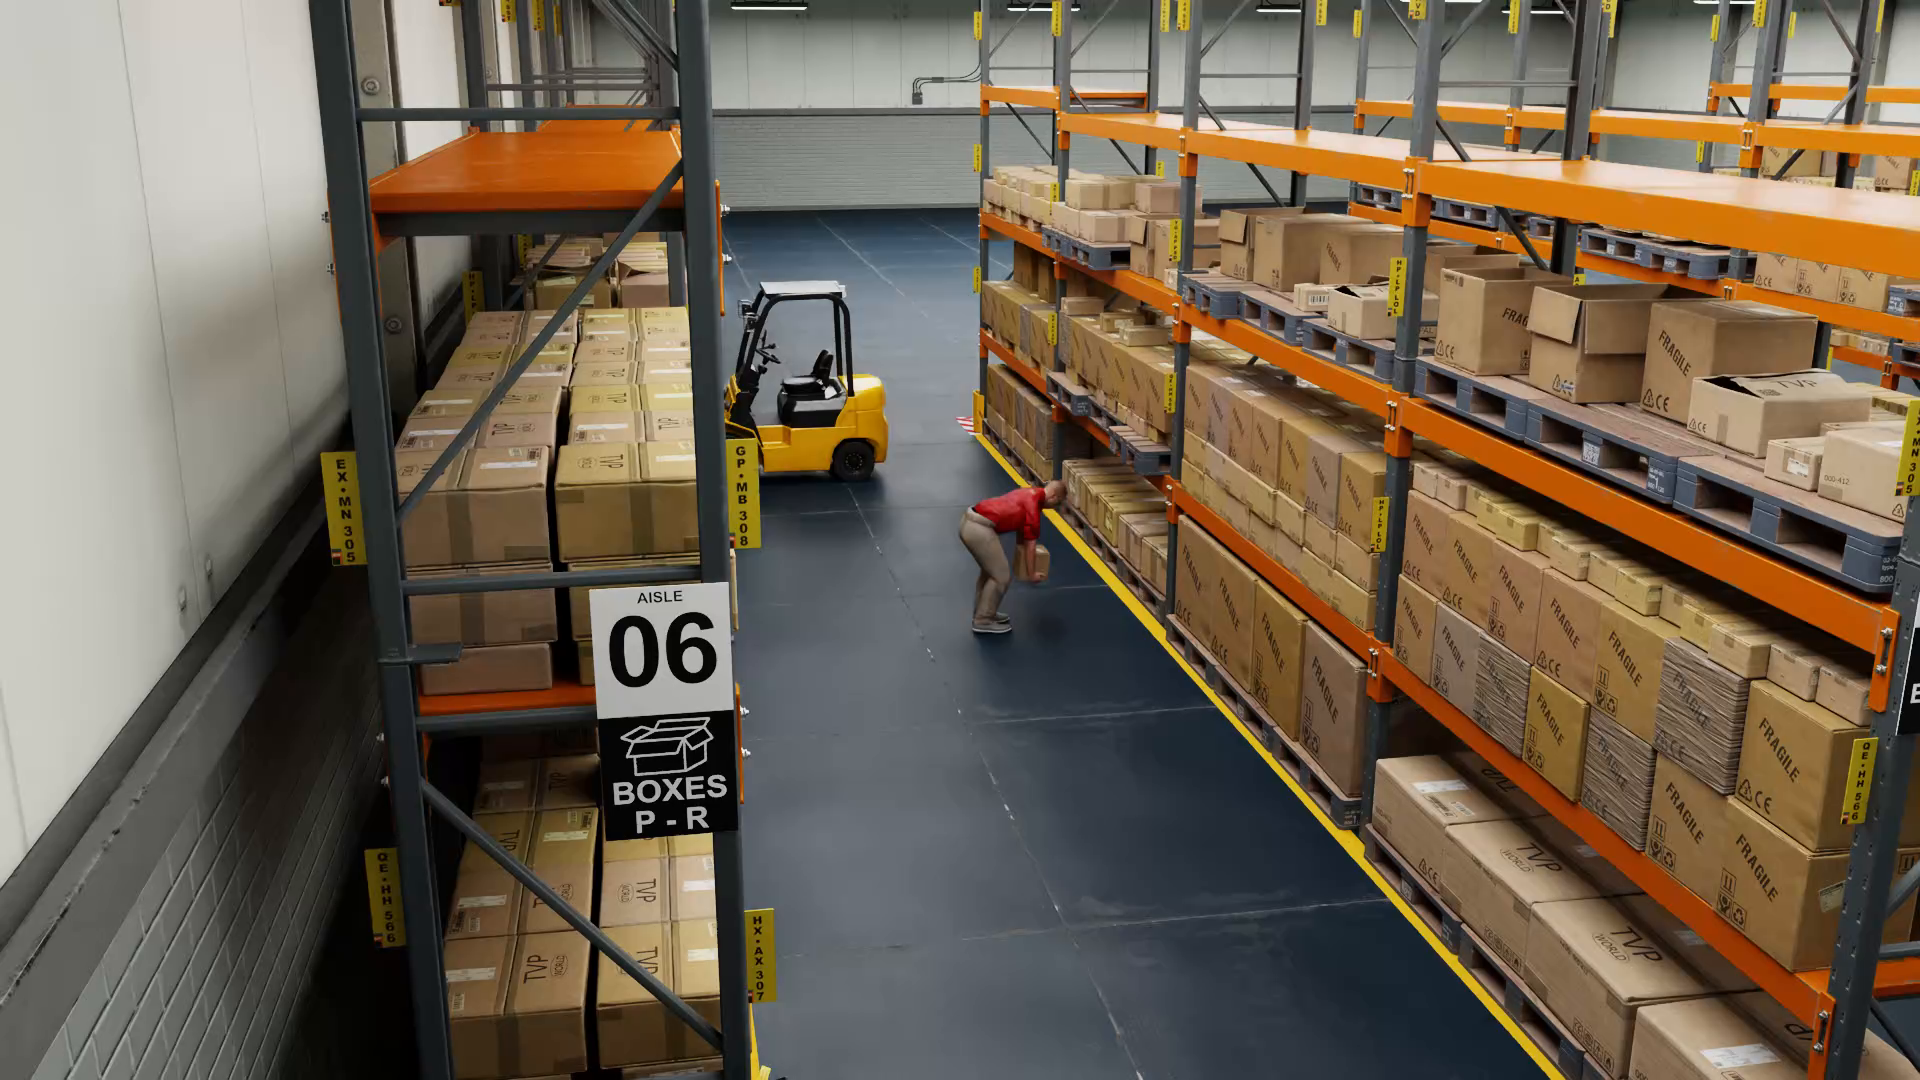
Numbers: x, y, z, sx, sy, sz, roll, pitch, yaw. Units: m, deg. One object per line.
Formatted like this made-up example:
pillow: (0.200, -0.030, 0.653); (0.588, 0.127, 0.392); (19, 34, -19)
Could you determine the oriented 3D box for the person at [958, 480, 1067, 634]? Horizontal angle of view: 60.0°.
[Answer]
person: (0.451, 0.127, 13.994); (0.925, 1.250, 0.482); (-4, 17, -12)
